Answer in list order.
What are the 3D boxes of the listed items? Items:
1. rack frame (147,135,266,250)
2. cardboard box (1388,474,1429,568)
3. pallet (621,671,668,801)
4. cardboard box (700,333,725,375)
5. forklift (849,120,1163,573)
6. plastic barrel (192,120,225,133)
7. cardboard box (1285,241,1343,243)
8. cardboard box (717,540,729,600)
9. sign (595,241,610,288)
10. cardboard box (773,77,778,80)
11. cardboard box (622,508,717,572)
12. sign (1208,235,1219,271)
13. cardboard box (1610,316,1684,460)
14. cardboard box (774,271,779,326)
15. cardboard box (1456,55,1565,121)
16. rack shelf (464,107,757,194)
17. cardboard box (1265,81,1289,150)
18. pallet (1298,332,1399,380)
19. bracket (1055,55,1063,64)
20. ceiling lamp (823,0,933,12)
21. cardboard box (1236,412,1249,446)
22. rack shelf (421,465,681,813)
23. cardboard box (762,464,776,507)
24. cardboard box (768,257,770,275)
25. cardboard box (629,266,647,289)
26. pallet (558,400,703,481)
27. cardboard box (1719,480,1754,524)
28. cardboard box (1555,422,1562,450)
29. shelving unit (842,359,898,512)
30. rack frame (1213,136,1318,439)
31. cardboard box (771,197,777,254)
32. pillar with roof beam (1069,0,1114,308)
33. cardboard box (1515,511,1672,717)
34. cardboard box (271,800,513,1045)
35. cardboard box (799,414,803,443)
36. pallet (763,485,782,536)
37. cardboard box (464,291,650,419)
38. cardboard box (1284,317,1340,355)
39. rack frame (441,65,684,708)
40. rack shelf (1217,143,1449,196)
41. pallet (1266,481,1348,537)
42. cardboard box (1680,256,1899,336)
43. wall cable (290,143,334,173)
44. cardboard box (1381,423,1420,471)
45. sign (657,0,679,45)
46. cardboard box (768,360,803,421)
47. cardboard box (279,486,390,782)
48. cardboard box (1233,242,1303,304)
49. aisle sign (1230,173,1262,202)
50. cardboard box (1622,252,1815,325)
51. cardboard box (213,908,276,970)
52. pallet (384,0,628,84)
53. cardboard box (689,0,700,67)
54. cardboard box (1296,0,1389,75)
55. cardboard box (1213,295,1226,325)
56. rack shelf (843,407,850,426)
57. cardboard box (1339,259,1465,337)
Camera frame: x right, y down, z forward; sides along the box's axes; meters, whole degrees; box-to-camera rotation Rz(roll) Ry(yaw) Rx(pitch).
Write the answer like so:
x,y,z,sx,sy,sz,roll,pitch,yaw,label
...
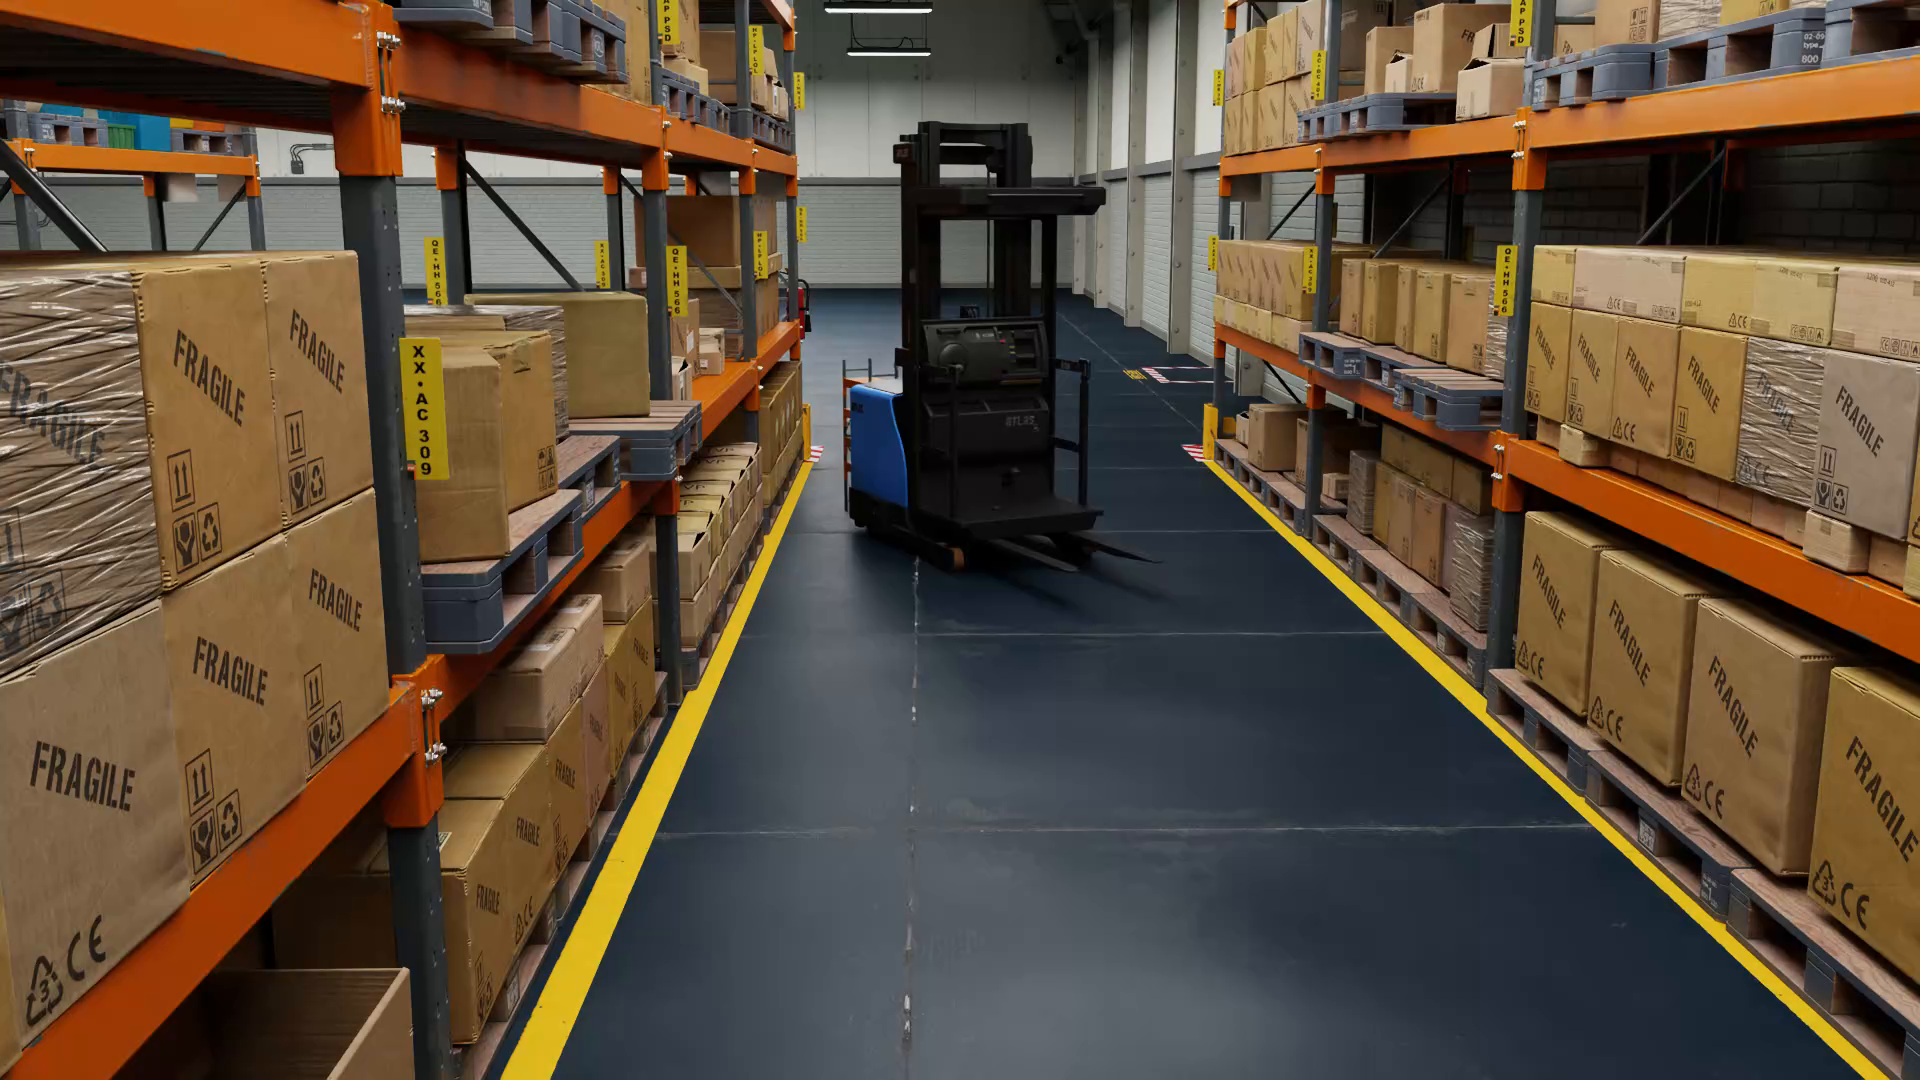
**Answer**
x,y,z,sx,sy,sz,roll,pitch,yaw,label
-6.975,-2.237,15.541,1.000,3.000,0.127,0,11,-1,rack frame
3.076,-0.123,10.300,0.700,0.500,0.500,0,11,-1,cardboard box
-1.879,0.849,7.344,1.003,0.211,1.213,0,11,-1,pallet
-1.738,-1.221,10.874,0.396,0.266,0.258,-1,11,-3,cardboard box
0.281,-1.326,11.223,1.130,2.935,3.031,-6,13,-26,forklift
-6.837,-4.027,14.684,0.600,0.830,0.708,0,11,-1,plastic barrel
3.153,-2.388,14.729,0.500,0.500,0.500,0,11,0,cardboard box
-1.602,0.167,9.551,0.500,0.250,0.500,-1,11,-3,cardboard box
-2.494,-1.922,11.611,0.100,0.325,0.005,0,11,-1,sign
-2.014,-3.937,14.710,0.797,0.503,0.637,1,11,3,cardboard box
-1.593,-0.009,9.008,0.500,0.311,0.500,-1,11,-3,cardboard box
2.388,-2.700,15.644,0.100,0.325,0.005,0,11,-1,sign
2.861,-0.591,6.380,0.500,0.500,0.500,0,11,-1,cardboard box
-2.025,-2.213,15.170,0.700,0.500,0.500,0,11,-1,cardboard box
2.811,-2.265,8.311,0.500,0.311,0.500,0,11,-1,cardboard box
-1.898,-2.181,9.532,1.077,0.370,4.000,0,11,-1,rack shelf
2.708,-3.321,13.039,0.500,0.500,0.500,-1,11,-3,cardboard box
2.883,-1.236,11.089,1.003,0.211,1.213,0,11,-1,pallet
2.777,-13.362,46.235,0.235,0.232,0.430,0,11,-1,bracket
-1.502,-11.307,30.478,2.000,3.185,0.800,0,11,-1,ceiling lamp
2.855,-1.038,15.285,0.500,0.311,0.500,-2,12,-8,cardboard box
-1.815,0.084,5.910,1.077,0.370,4.000,0,11,-1,rack shelf
-1.646,-0.413,12.410,0.500,0.250,0.500,0,11,-1,cardboard box
-1.796,-2.291,13.924,0.380,0.149,0.250,0,11,0,cardboard box
-2.159,-1.881,11.906,0.380,0.149,0.250,0,11,-1,cardboard box
-1.773,-0.438,7.155,1.213,0.211,1.003,0,11,-1,pallet
2.912,-0.150,5.838,0.380,0.149,0.250,0,11,1,cardboard box
2.867,-0.457,7.351,0.380,0.149,0.250,0,11,0,cardboard box
-0.692,-0.779,12.883,0.258,1.200,0.503,-6,13,-27,shelving unit
2.930,-2.278,15.741,1.000,3.000,0.127,0,11,-1,rack frame
-2.024,-2.838,14.989,0.700,0.500,0.500,0,11,-1,cardboard box
-0.990,-9.835,37.905,9.100,9.000,0.548,0,11,-1,pillar with roof beam
2.980,0.307,7.351,0.750,0.750,0.750,0,11,-2,cardboard box
-1.541,1.041,4.563,0.500,0.500,0.500,-1,11,-4,cardboard box
-1.716,-1.009,15.349,0.500,0.250,0.500,0,11,-1,cardboard box
-1.914,-0.253,12.775,1.003,0.211,1.213,0,11,-1,pallet
-1.731,-0.796,7.132,0.700,0.500,0.500,-4,12,-20,cardboard box
2.700,-1.512,12.293,0.500,0.250,0.500,0,11,-1,cardboard box
-1.857,-0.666,7.799,1.000,3.000,0.127,0,11,-1,rack frame
2.972,-2.997,13.555,1.077,0.370,4.000,0,11,-1,rack shelf
2.964,-0.249,12.756,1.003,0.211,1.213,0,11,-1,pallet
2.890,-0.860,5.820,0.500,0.250,0.500,0,11,-2,cardboard box
-17.551,-13.210,45.985,2.305,6.003,0.169,0,11,-1,wall cable
3.057,-0.607,10.800,0.500,0.250,0.500,0,11,-2,cardboard box
-1.314,-2.391,7.458,0.100,0.325,0.005,0,11,-1,sign
-1.714,-1.377,15.275,0.500,0.500,0.500,0,11,-1,cardboard box
-1.507,0.178,3.385,0.500,0.500,0.500,0,11,0,cardboard box
2.644,-2.284,14.215,0.500,0.500,0.500,-1,11,-3,cardboard box
2.629,-3.565,15.547,0.394,0.787,0.004,0,11,-1,aisle sign
2.873,-0.962,6.320,0.500,0.250,0.500,0,11,-1,cardboard box
-2.071,1.041,4.562,0.500,0.500,0.500,0,11,-1,cardboard box
-1.742,-1.585,5.256,1.213,0.211,1.003,0,11,-1,pallet
-1.966,-3.308,10.713,0.500,0.500,0.500,0,11,0,cardboard box
2.732,-3.600,11.898,0.500,0.500,0.500,-1,12,-6,cardboard box
2.623,-2.116,15.270,0.500,0.250,0.500,-1,11,-3,cardboard box
-0.692,-0.933,12.852,0.258,0.148,0.480,-6,13,-27,rack shelf
2.990,-1.646,11.269,0.700,0.500,0.500,0,11,-1,cardboard box
